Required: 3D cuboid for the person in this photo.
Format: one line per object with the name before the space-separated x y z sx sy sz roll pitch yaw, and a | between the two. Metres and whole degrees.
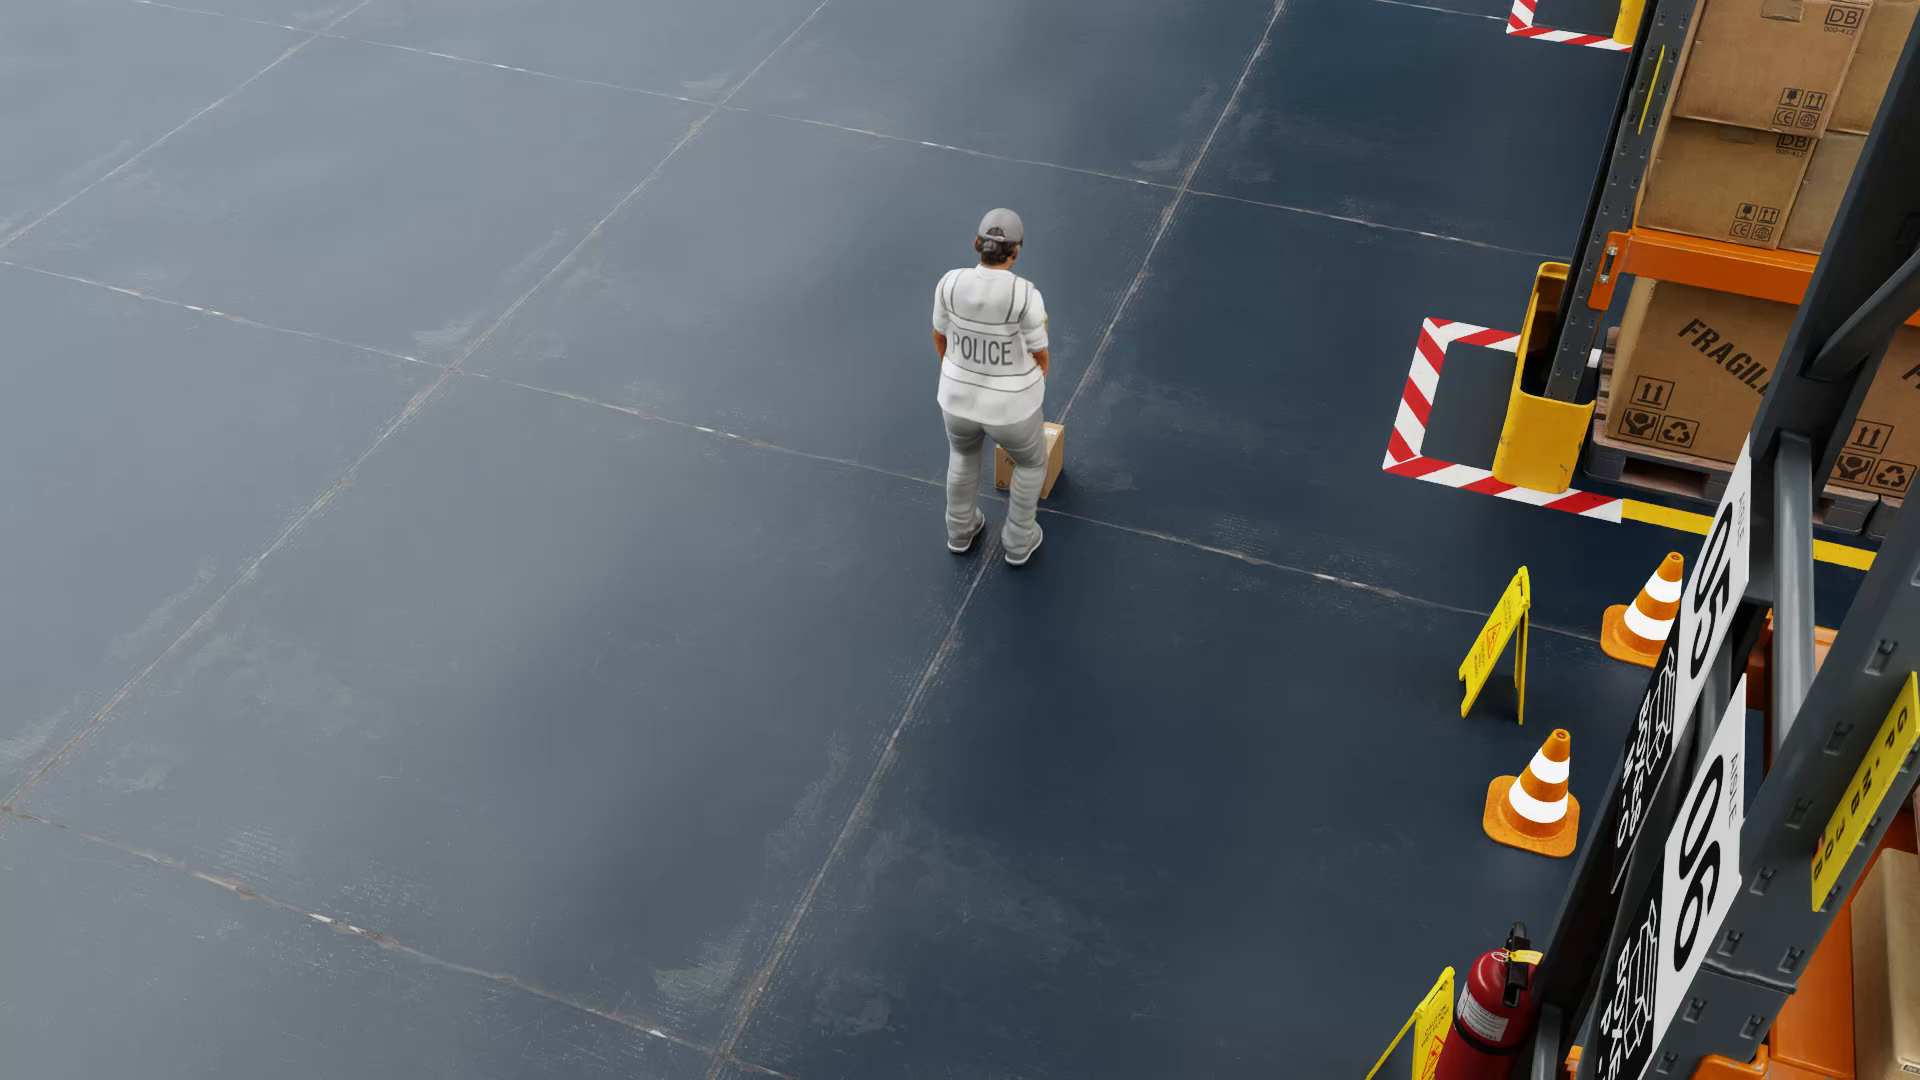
person | 0.125 -0.600 6.875 0.496 1.620 0.479 15 44 16
